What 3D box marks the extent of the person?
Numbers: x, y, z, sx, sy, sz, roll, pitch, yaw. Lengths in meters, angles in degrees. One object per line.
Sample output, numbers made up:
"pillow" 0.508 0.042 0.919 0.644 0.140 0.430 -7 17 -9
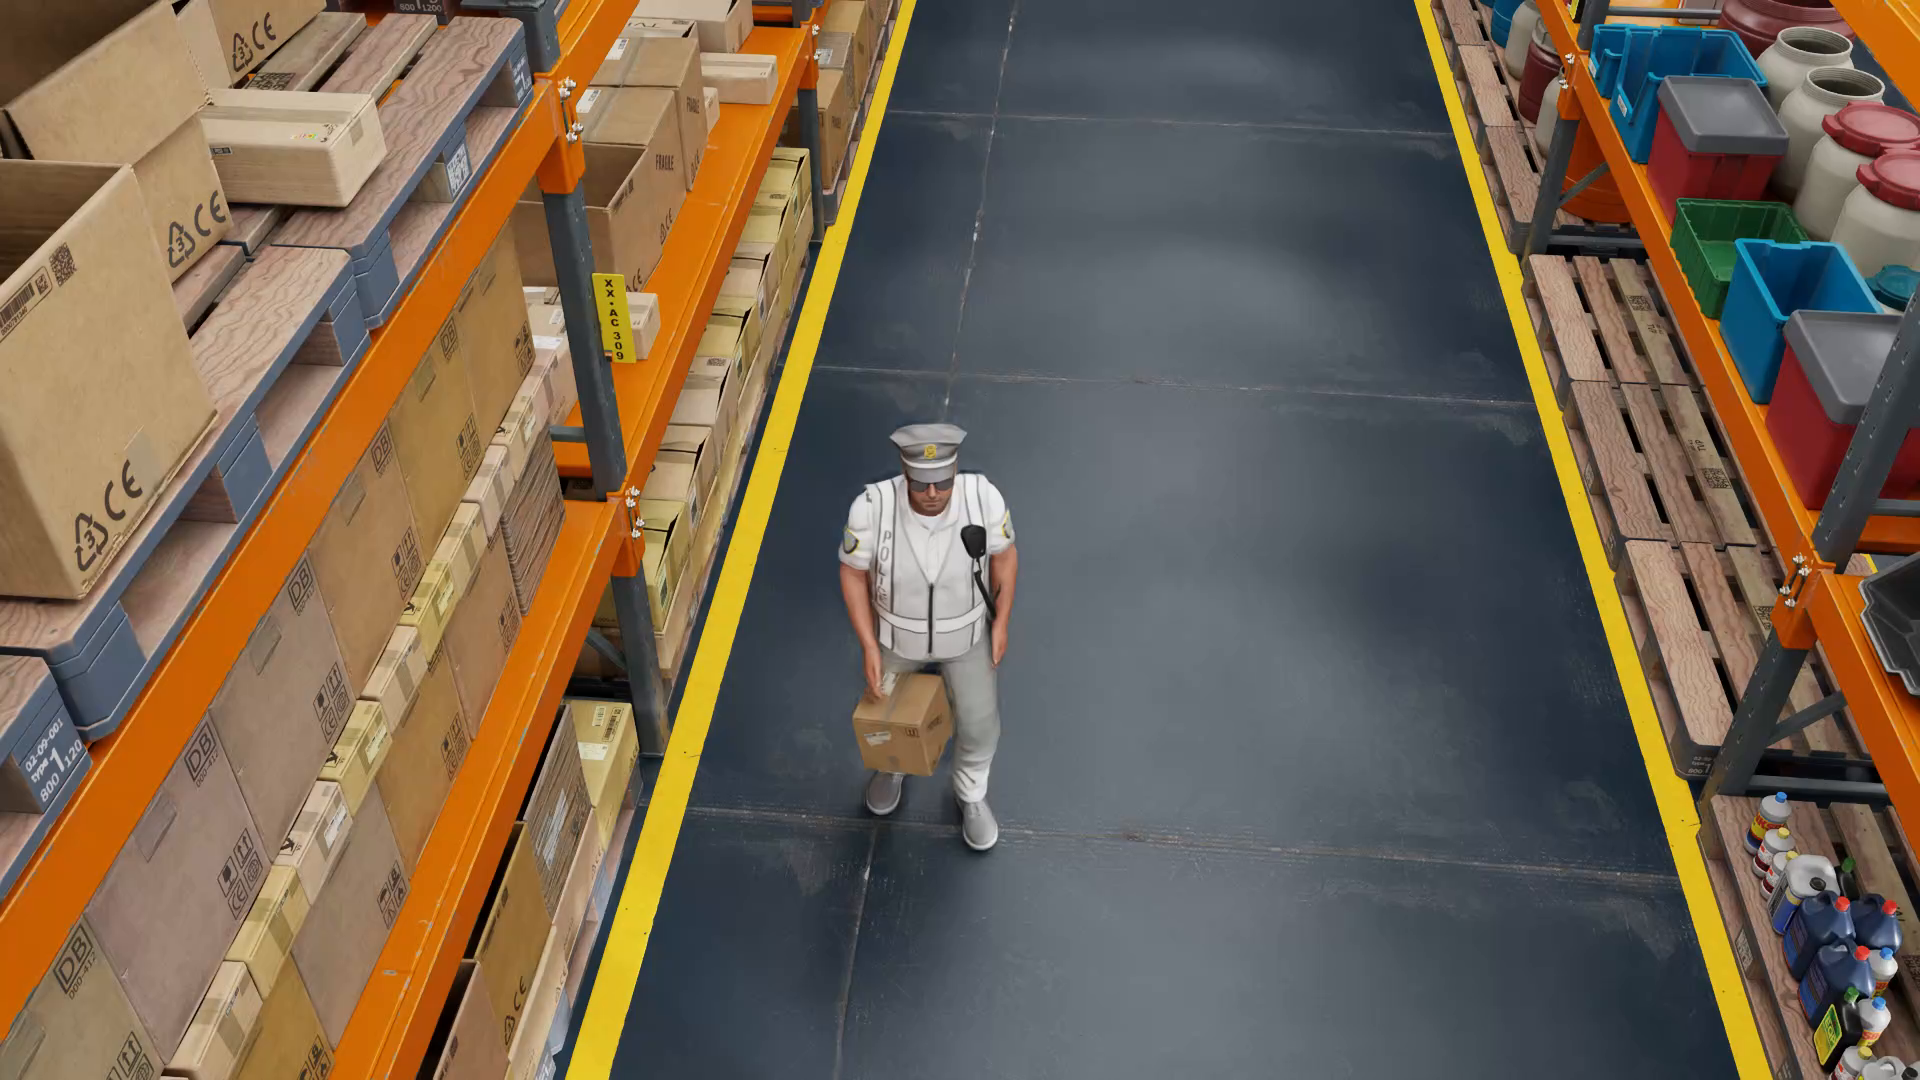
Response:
"person" -0.102 0.324 5.754 0.609 1.763 0.521 -2 40 -2
